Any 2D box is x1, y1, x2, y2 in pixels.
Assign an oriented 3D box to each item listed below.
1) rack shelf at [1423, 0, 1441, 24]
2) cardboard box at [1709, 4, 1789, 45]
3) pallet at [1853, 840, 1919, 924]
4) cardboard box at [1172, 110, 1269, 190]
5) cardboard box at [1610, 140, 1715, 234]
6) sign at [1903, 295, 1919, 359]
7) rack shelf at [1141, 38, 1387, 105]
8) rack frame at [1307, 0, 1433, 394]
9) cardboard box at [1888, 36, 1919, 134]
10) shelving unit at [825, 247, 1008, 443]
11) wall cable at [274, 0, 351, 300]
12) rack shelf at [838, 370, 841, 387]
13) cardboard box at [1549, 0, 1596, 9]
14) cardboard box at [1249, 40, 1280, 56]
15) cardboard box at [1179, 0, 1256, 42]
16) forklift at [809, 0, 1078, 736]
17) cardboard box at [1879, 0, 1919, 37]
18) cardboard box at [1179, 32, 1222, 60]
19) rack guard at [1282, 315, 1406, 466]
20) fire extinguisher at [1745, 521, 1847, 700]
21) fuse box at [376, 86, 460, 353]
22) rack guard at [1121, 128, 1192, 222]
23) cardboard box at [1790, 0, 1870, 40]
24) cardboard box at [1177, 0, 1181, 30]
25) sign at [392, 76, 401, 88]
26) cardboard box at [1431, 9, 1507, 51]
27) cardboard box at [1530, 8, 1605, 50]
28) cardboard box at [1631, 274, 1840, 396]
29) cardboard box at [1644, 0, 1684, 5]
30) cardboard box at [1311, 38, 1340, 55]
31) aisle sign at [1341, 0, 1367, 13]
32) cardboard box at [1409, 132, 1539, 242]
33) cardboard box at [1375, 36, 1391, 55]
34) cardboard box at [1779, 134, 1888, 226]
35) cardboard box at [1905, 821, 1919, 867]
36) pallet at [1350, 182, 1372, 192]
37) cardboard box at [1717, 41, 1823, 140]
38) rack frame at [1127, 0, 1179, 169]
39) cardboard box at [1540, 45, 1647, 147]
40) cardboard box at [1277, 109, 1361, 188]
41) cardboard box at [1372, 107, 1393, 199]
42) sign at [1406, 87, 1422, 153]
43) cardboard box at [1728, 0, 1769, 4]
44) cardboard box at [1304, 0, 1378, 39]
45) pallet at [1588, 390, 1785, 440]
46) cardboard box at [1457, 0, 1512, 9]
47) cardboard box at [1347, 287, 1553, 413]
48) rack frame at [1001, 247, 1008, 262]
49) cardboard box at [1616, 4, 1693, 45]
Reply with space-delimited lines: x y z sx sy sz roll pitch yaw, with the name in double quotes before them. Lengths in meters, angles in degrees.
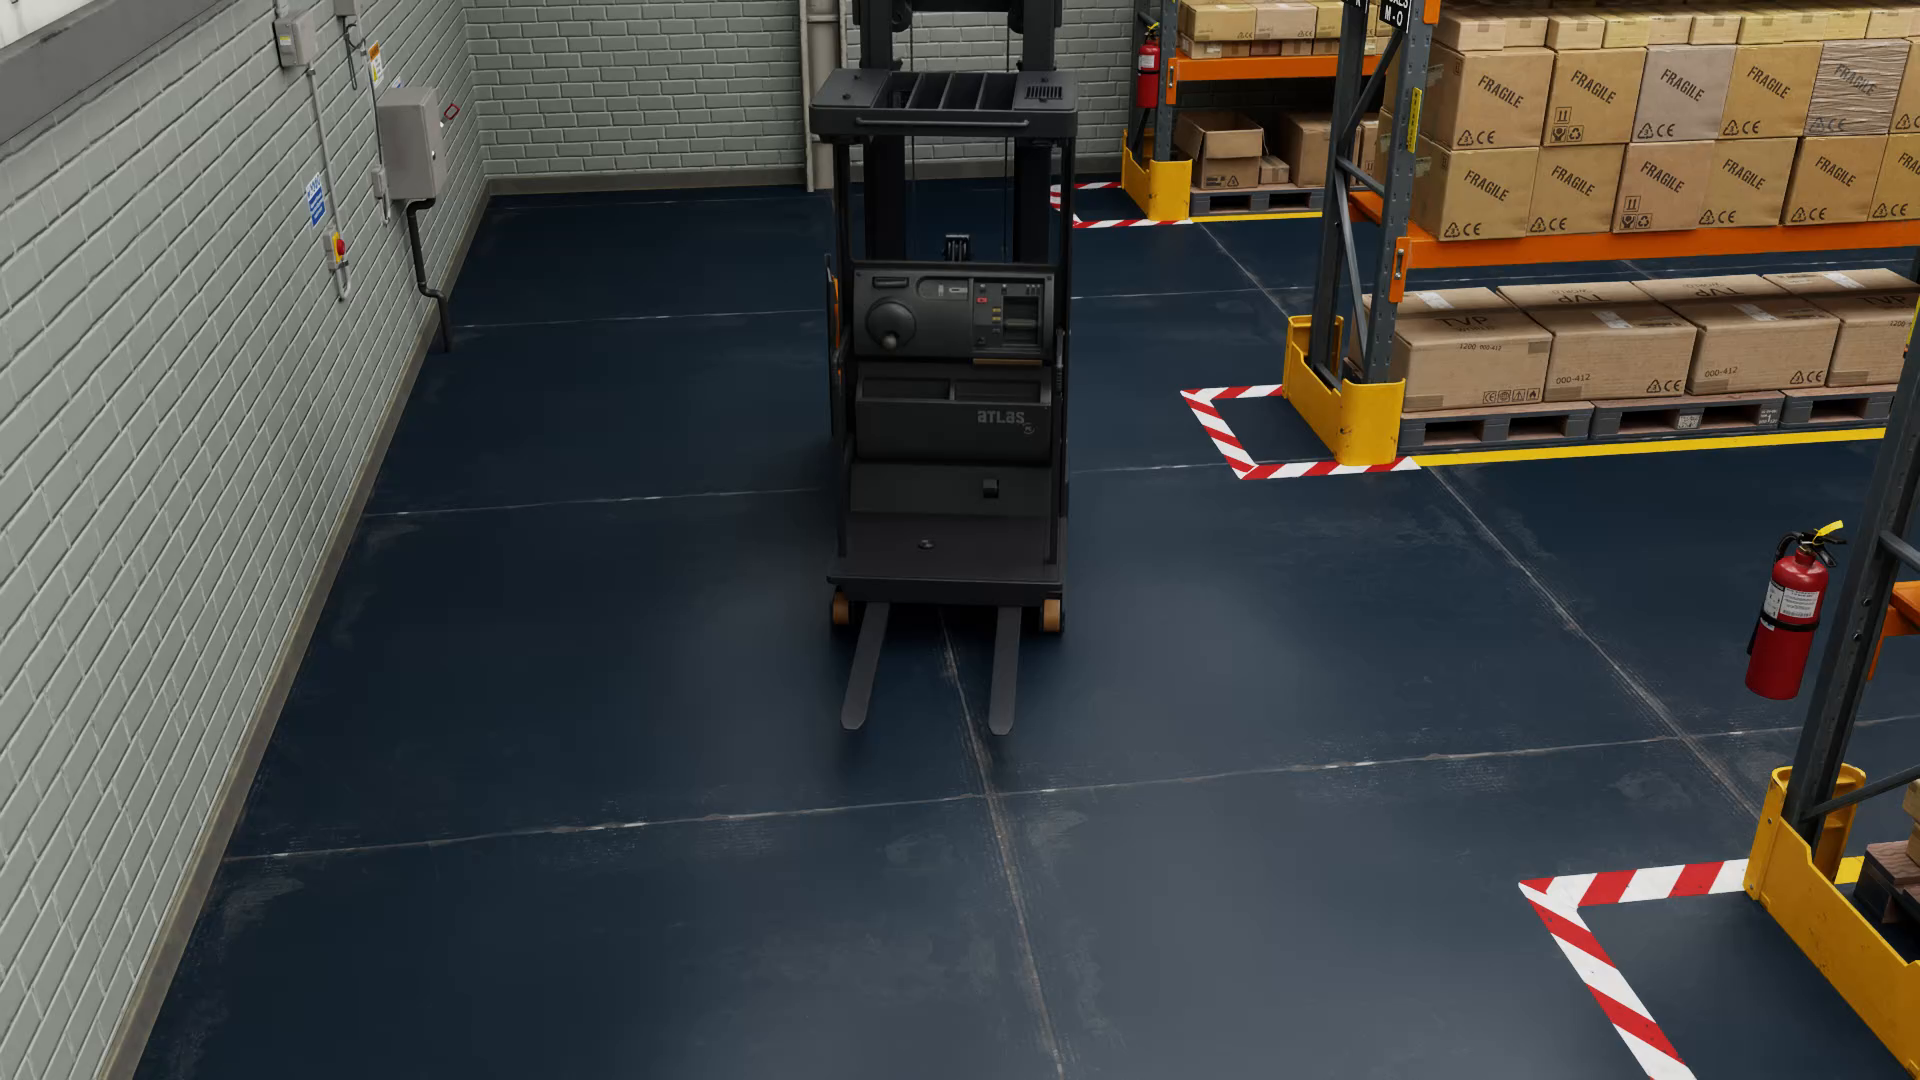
"rack shelf" 4.288 -3.173 9.150 4.000 0.370 1.077 -4 27 -7
"cardboard box" 4.239 -2.786 8.979 0.250 0.149 0.380 -4 27 -8
"pallet" 3.981 1.400 5.790 1.213 0.211 1.003 -4 27 -7
"cardboard box" 2.231 -3.347 14.262 0.637 0.503 0.797 -5 28 -9
"cardboard box" 3.826 -2.046 9.341 0.500 0.500 0.500 -4 27 -7
"sign" 3.039 -0.708 5.229 0.005 0.325 0.100 -4 27 -7
"rack shelf" 3.592 -4.082 14.208 4.000 0.370 1.077 -4 27 -7
"rack frame" 2.307 -2.031 9.423 0.127 3.000 1.000 -4 27 -7
"cardboard box" 5.336 -2.592 9.310 0.500 0.500 0.500 -4 27 -8
"shelving unit" -0.220 -1.043 9.550 1.048 1.125 0.538 -3 27 -6
"wall cable" -3.273 -2.128 8.464 0.123 1.953 0.585 -4 27 -7
"rack shelf" -0.220 -0.825 9.662 1.000 0.278 0.538 -3 27 -6
"cardboard box" 3.382 -3.002 9.399 0.250 0.149 0.380 -3 27 -6
"cardboard box" 2.476 -4.130 13.788 0.250 0.149 0.380 -4 27 -8
"cardboard box" 2.099 -4.248 13.581 0.500 0.250 0.500 -4 27 -7
"forklift" -0.042 -1.018 7.522 1.130 2.935 3.031 2 27 3
"cardboard box" 5.235 -2.897 9.195 0.250 0.149 0.380 -4 27 -8
"cardboard box" 1.976 -4.060 13.652 0.250 0.149 0.380 -4 27 -8
"rack guard" 2.283 -0.918 9.991 0.348 0.500 1.175 -4 27 -7
"fire extinguisher" 2.783 0.208 5.553 0.183 0.674 0.296 -4 27 -7
"fuse box" -3.422 -2.048 10.867 0.414 1.711 0.539 -4 27 -7
"rack guard" 1.687 -3.168 14.376 0.348 0.500 1.175 -4 27 -7
"cardboard box" 4.733 -2.847 9.098 0.250 0.149 0.380 -4 27 -8
"cardboard box" 2.030 -4.490 14.053 0.500 0.250 0.500 -3 27 -6
"sign" -3.695 -2.789 11.004 0.001 0.494 0.329 -4 27 -7
"cardboard box" 2.697 -2.707 8.824 0.250 0.149 0.380 -3 27 -6
"cardboard box" 3.220 -2.720 8.850 0.250 0.149 0.380 -3 27 -6
"cardboard box" 4.745 -1.284 10.313 0.875 0.438 0.875 -4 27 -9
"cardboard box" 3.890 -3.029 9.451 0.250 0.149 0.380 -3 27 -6
"cardboard box" 2.997 -4.137 13.803 0.250 0.149 0.380 -3 27 -6
"aisle sign" 2.193 -3.324 9.094 0.004 0.787 0.394 -4 27 -7
"cardboard box" 2.822 -1.977 9.207 0.500 0.500 0.500 -4 27 -8
"cardboard box" 3.516 -4.146 13.819 0.250 0.149 0.380 -3 27 -6
"cardboard box" 4.840 -2.111 9.470 0.500 0.500 0.500 -4 27 -8
"cardboard box" 3.589 1.154 5.878 0.250 0.149 0.380 -3 27 -6
"pallet" 3.682 -3.166 14.690 1.213 0.211 1.003 -4 27 -7
"cardboard box" 4.335 -2.527 9.184 0.500 0.500 0.500 -4 27 -7
"rack frame" 1.612 -4.275 13.796 0.127 3.000 1.000 -4 27 -7
"cardboard box" 3.333 -2.458 9.051 0.500 0.500 0.500 -4 27 -9
"cardboard box" 3.083 -3.383 14.335 0.500 0.500 0.700 -3 27 -5
"cardboard box" 2.748 -2.226 9.693 0.500 0.500 0.500 -4 27 -7
"sign" 2.378 -2.200 8.718 0.005 0.325 0.100 -4 27 -7
"cardboard box" 4.408 -3.073 9.537 0.250 0.149 0.380 -4 27 -7
"cardboard box" 3.099 -4.314 13.709 0.500 0.250 0.500 -4 27 -8
"pallet" 4.293 -0.953 10.376 1.213 0.211 1.003 -4 27 -7
"cardboard box" 2.883 -2.950 9.298 0.250 0.149 0.380 -3 27 -6
"cardboard box" 2.947 -1.165 10.082 0.875 0.438 0.875 -5 28 -9
"rack frame" 0.285 -1.071 9.606 0.032 1.125 0.500 -3 27 -6
"cardboard box" 3.731 -2.786 8.978 0.250 0.149 0.380 -3 27 -7
